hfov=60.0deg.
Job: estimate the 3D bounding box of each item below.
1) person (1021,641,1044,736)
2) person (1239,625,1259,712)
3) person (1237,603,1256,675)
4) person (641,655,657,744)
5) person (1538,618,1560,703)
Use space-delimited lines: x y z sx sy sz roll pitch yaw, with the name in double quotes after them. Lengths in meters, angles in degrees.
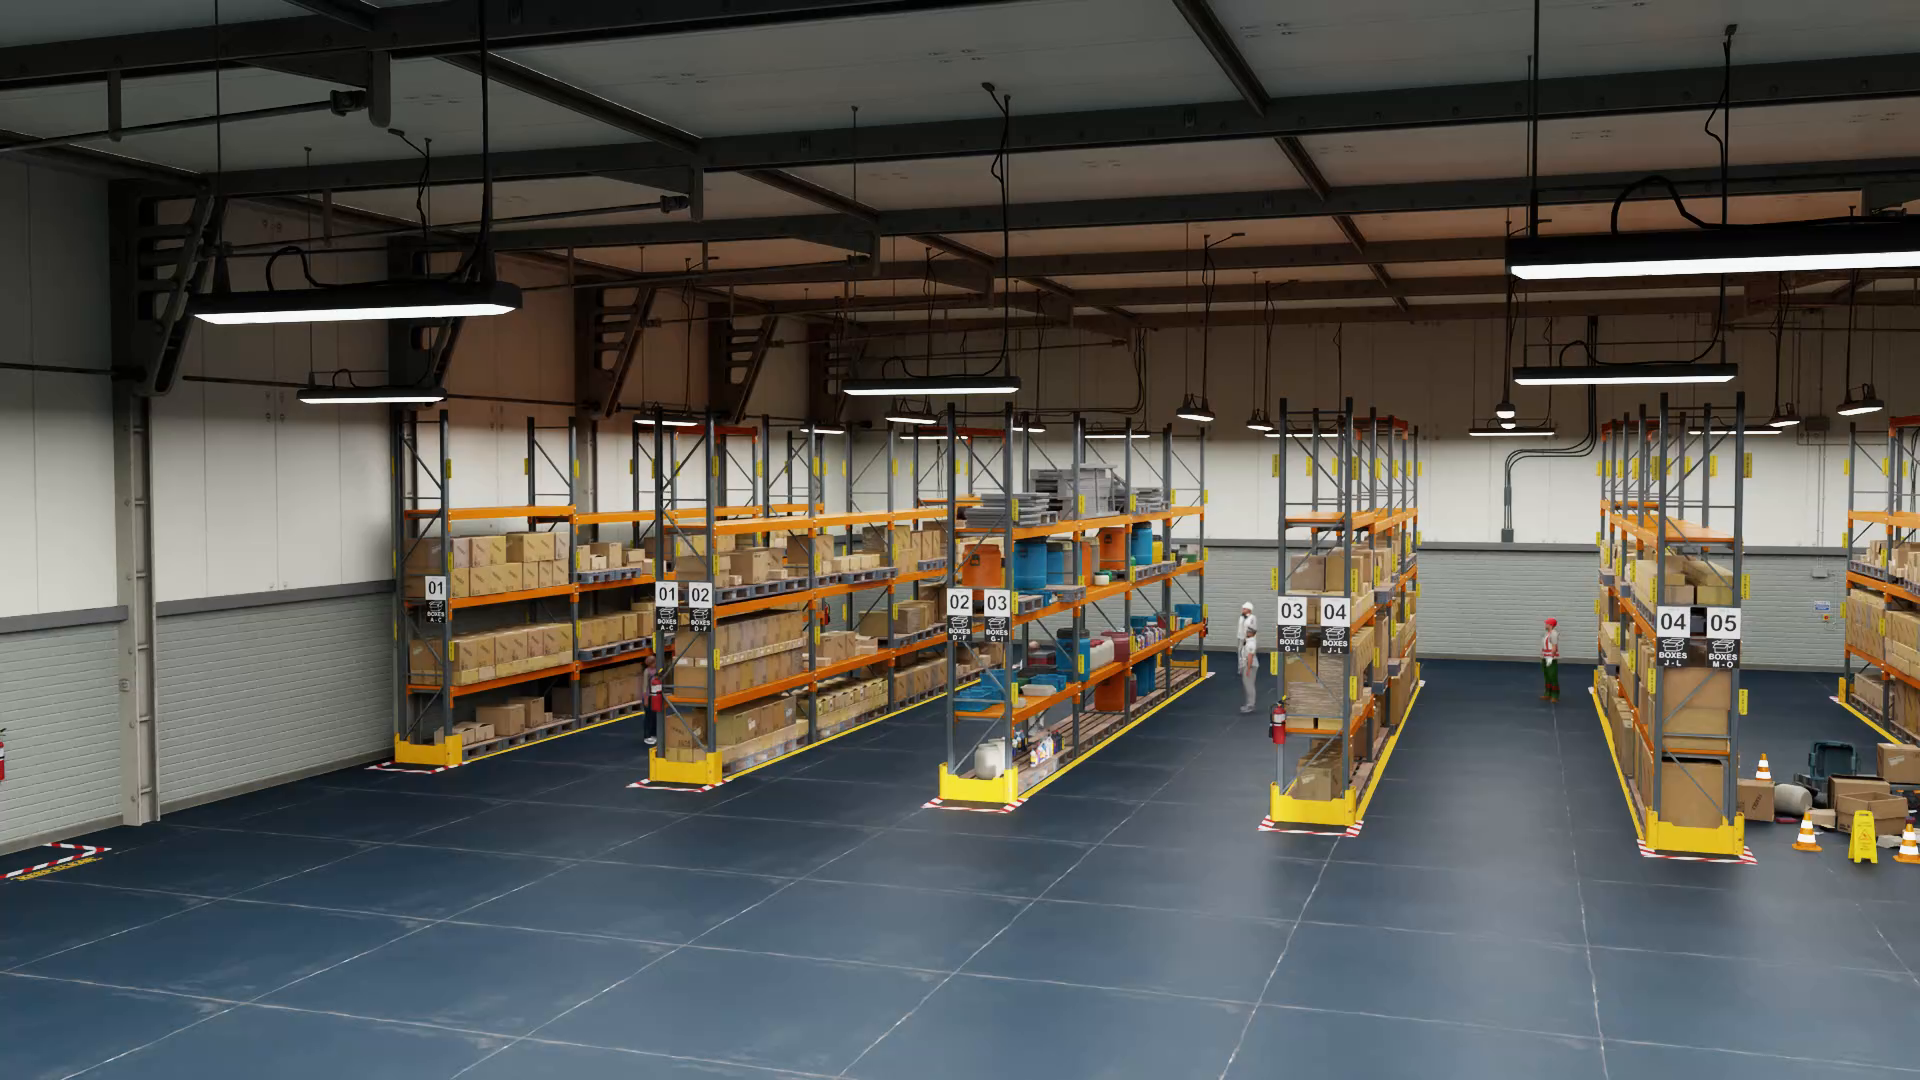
1.355 2.781 31.058 0.587 1.809 0.491 -1 3 -31 "person"
5.967 2.644 34.419 0.444 1.783 0.583 0 2 -2 "person"
6.994 2.402 40.543 0.486 1.730 1.018 1 3 16 "person"
-5.648 2.932 30.374 0.324 1.661 0.482 1 3 18 "person"
12.697 2.587 35.838 0.410 1.826 0.555 -1 3 -13 "person"
